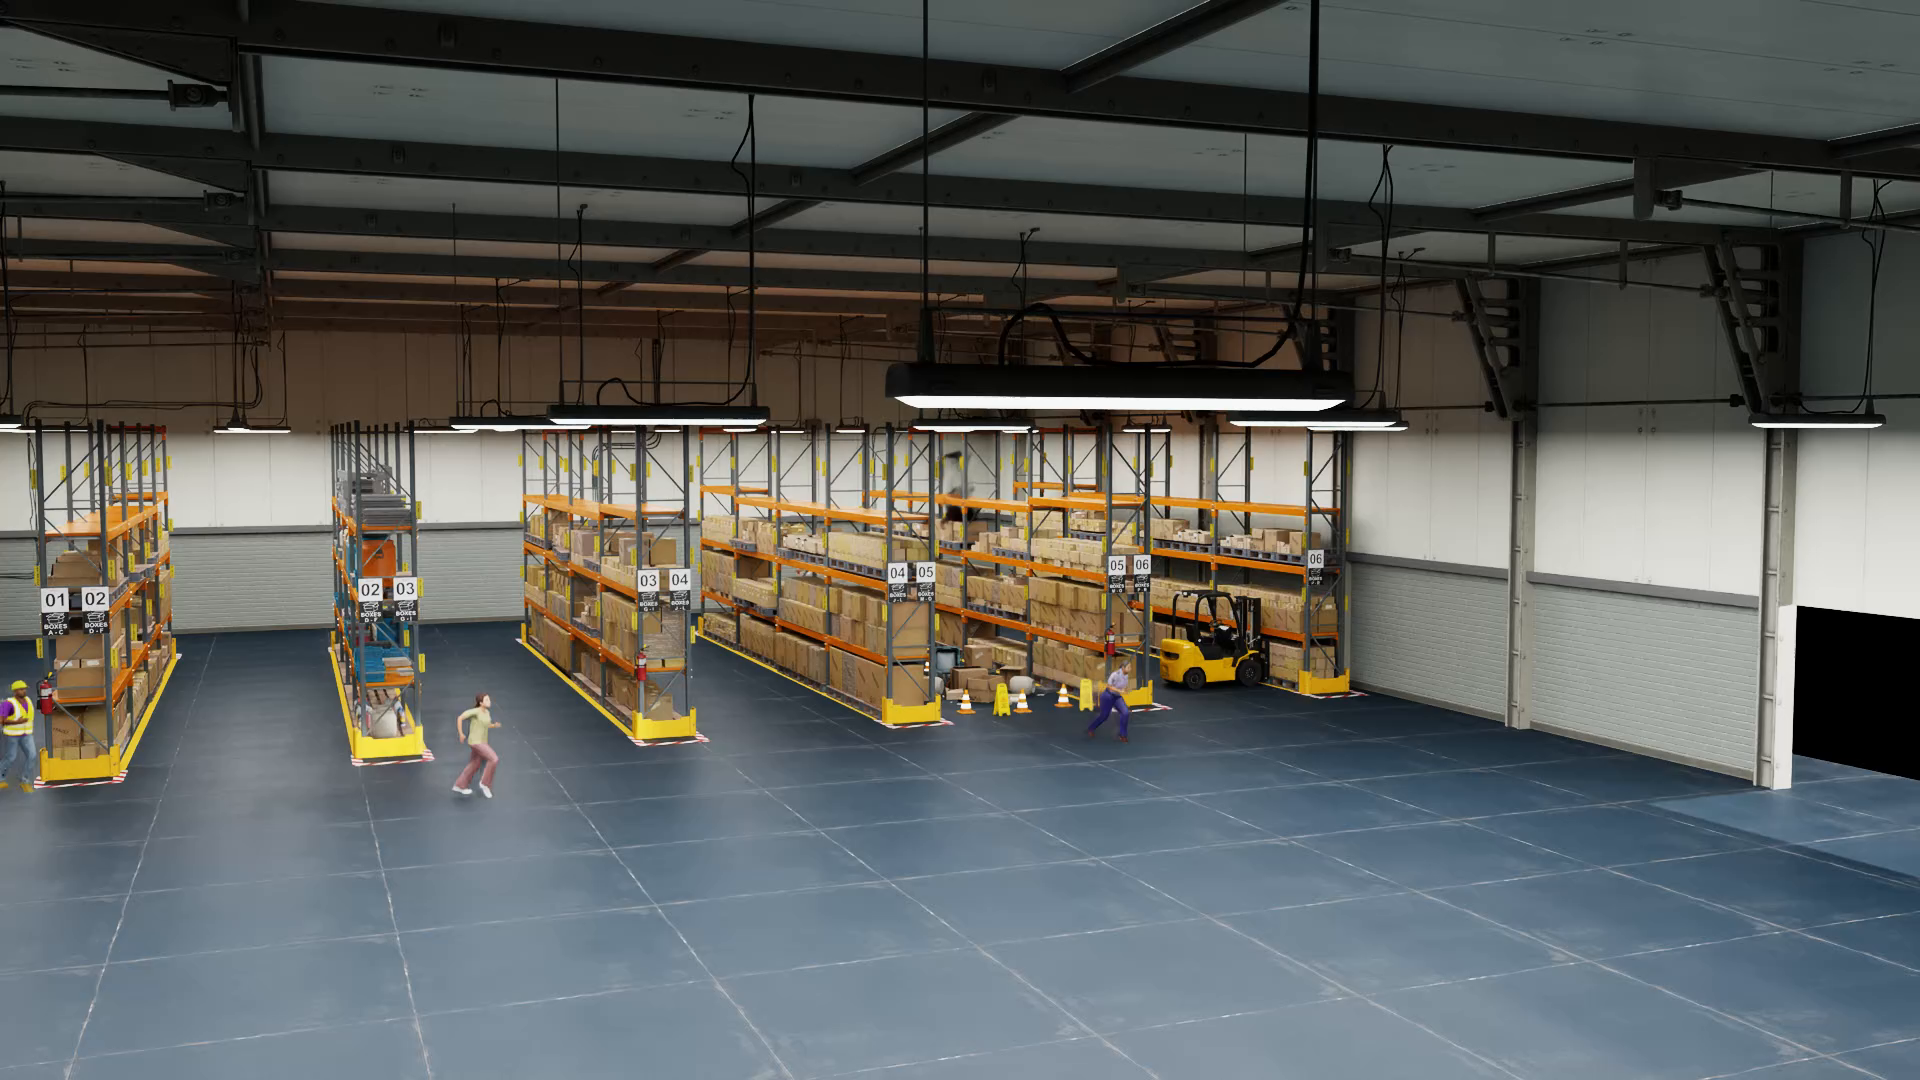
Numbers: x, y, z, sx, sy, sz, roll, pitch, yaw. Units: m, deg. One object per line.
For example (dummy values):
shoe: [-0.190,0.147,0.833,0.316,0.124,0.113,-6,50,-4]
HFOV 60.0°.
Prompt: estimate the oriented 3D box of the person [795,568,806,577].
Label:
person: [-4.961,1.627,51.674,0.629,1.751,0.644,-3,4,-37]

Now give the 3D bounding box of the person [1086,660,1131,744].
person: [2.797,3.037,31.168,0.958,1.587,0.649,3,4,36]

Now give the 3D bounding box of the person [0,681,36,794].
person: [-15.174,3.175,26.775,0.751,1.835,0.704,2,4,24]

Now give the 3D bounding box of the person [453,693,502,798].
person: [-7.644,3.246,26.301,0.793,1.664,0.603,0,4,7]
